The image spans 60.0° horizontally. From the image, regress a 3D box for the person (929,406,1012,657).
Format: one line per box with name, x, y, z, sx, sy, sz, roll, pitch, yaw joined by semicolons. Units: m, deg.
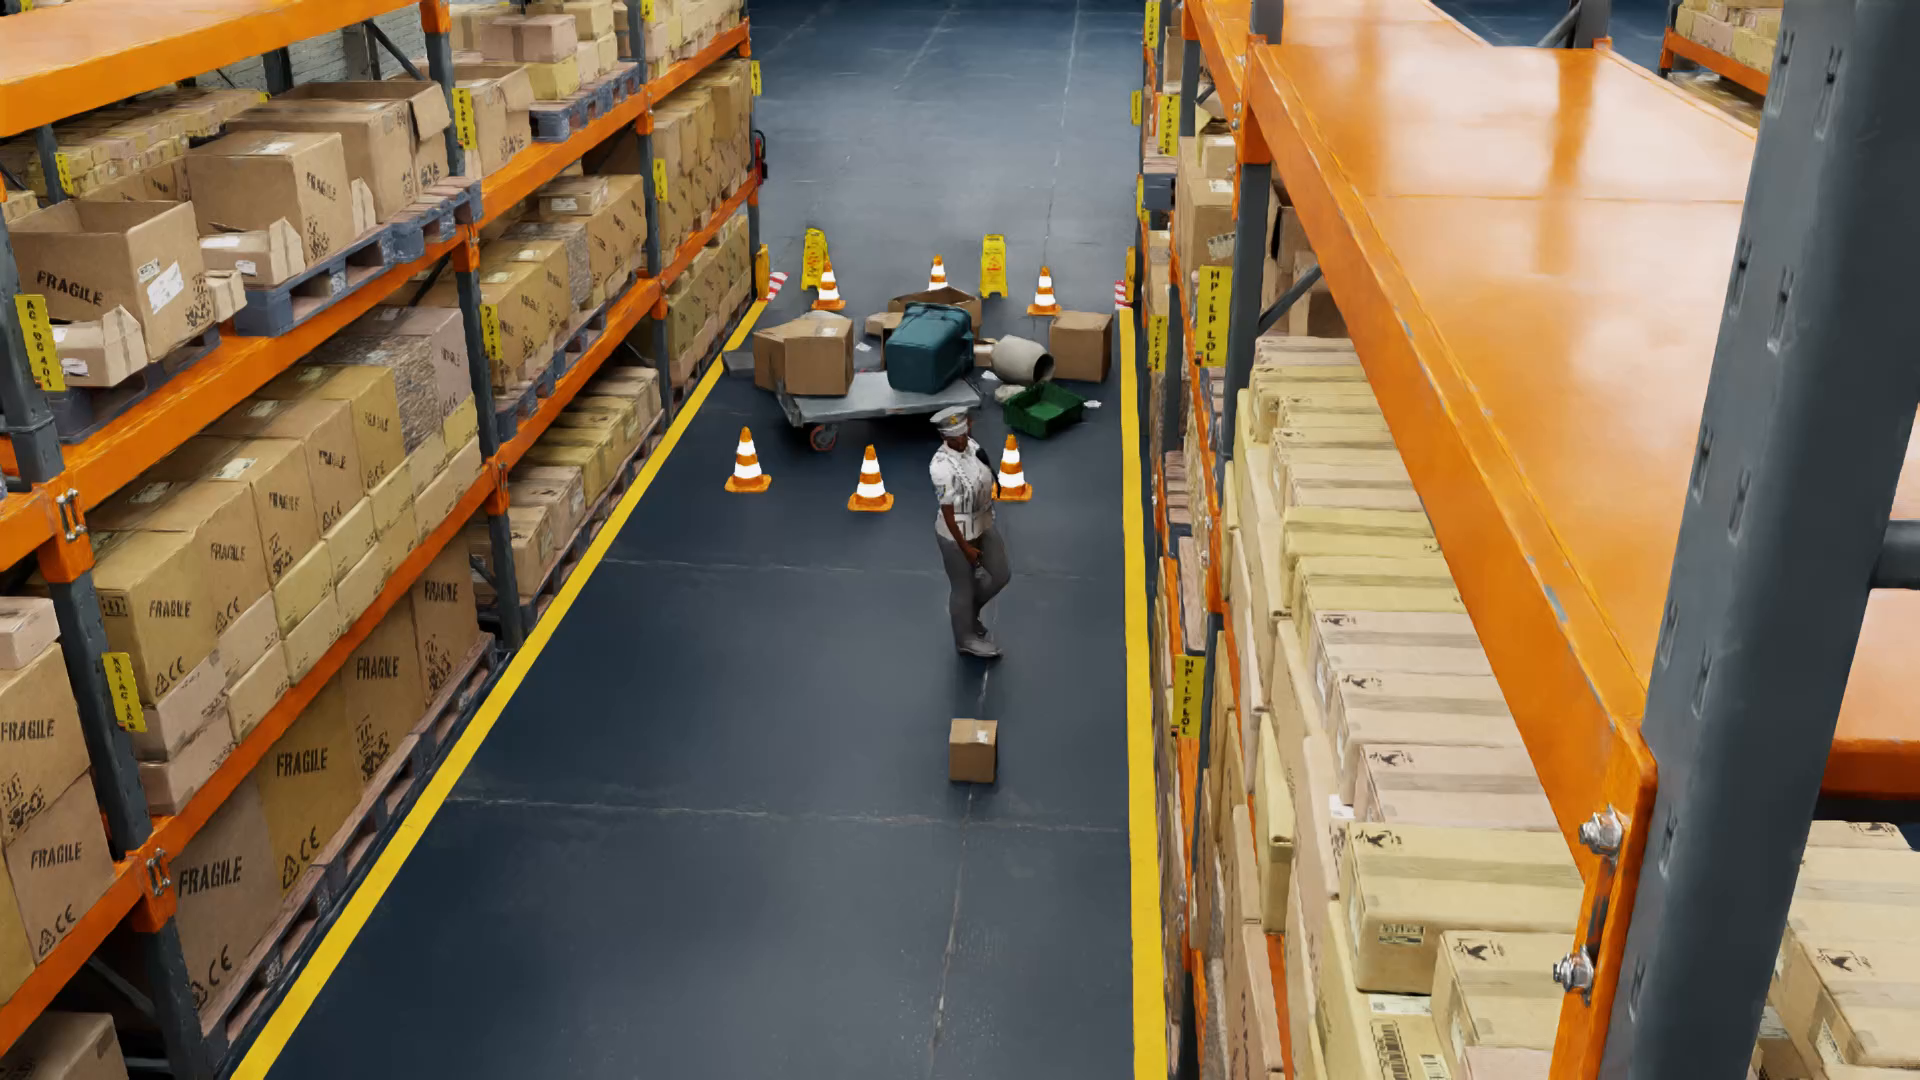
person;0.049;-0.055;10.083;0.422;1.664;0.570;15;29;30
